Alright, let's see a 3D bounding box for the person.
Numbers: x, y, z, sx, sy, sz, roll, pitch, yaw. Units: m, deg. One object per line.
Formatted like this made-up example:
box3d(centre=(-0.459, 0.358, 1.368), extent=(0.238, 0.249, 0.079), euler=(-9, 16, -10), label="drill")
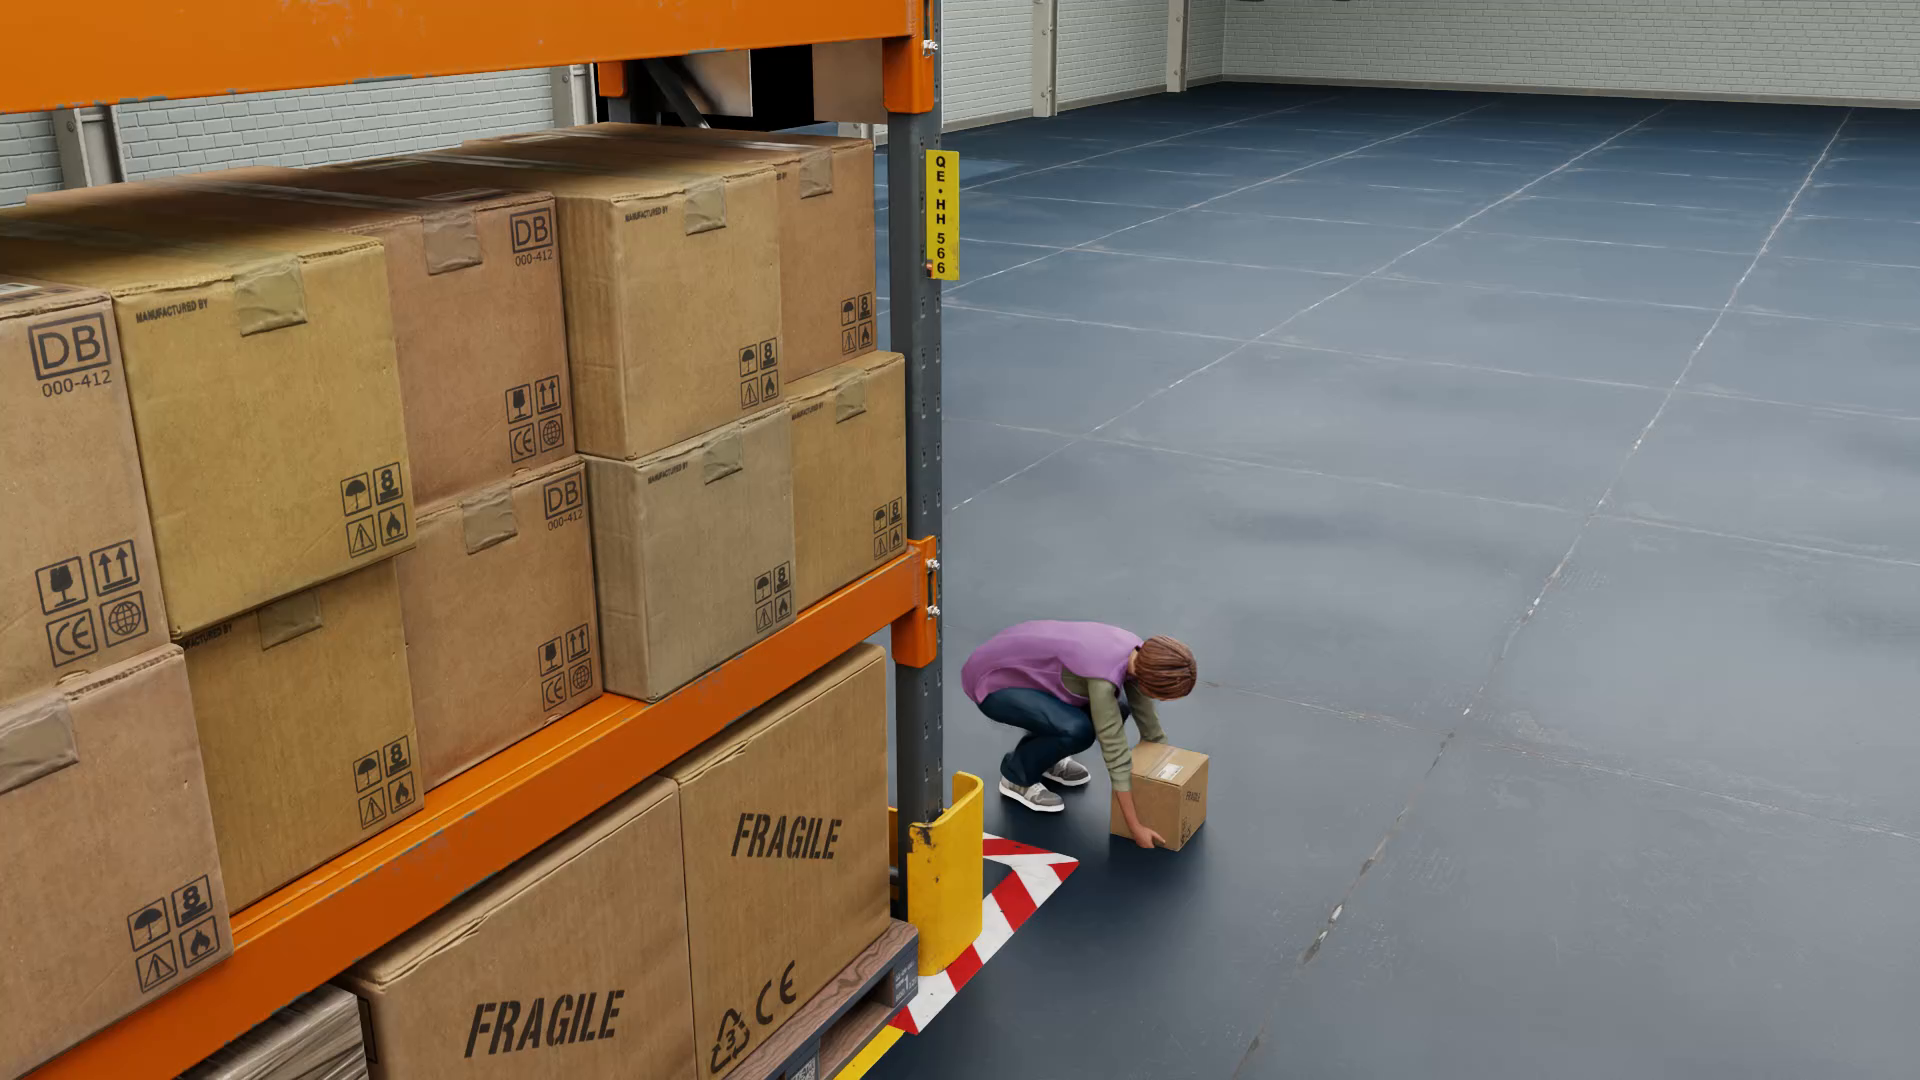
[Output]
box3d(centre=(0.408, 0.625, 5.780), extent=(0.853, 0.703, 0.421), euler=(13, 23, 31), label="person")
